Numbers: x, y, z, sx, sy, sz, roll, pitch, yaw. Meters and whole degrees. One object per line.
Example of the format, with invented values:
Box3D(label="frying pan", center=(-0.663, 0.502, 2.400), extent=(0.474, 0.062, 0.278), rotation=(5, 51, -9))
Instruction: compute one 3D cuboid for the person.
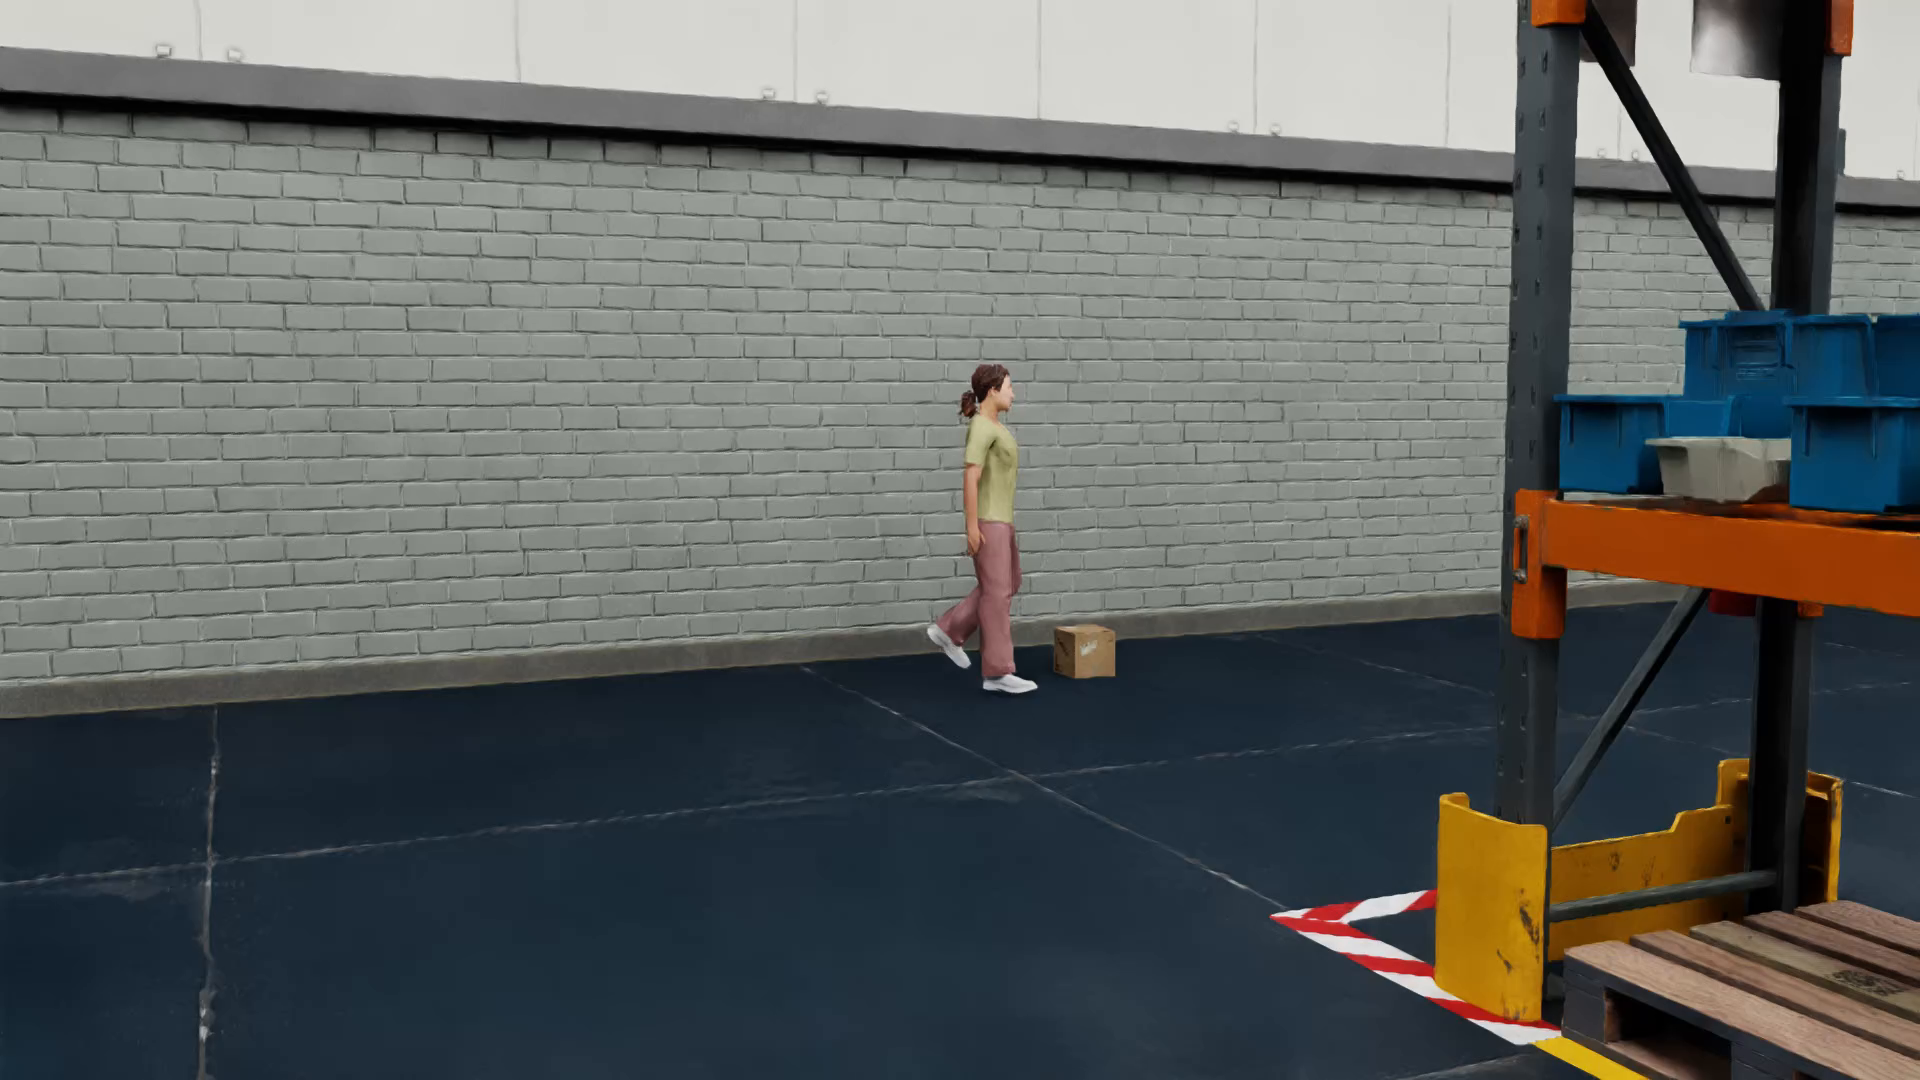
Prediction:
Box3D(label="person", center=(0.111, -0.078, 8.623), extent=(0.597, 1.665, 0.601), rotation=(0, 5, 4))
